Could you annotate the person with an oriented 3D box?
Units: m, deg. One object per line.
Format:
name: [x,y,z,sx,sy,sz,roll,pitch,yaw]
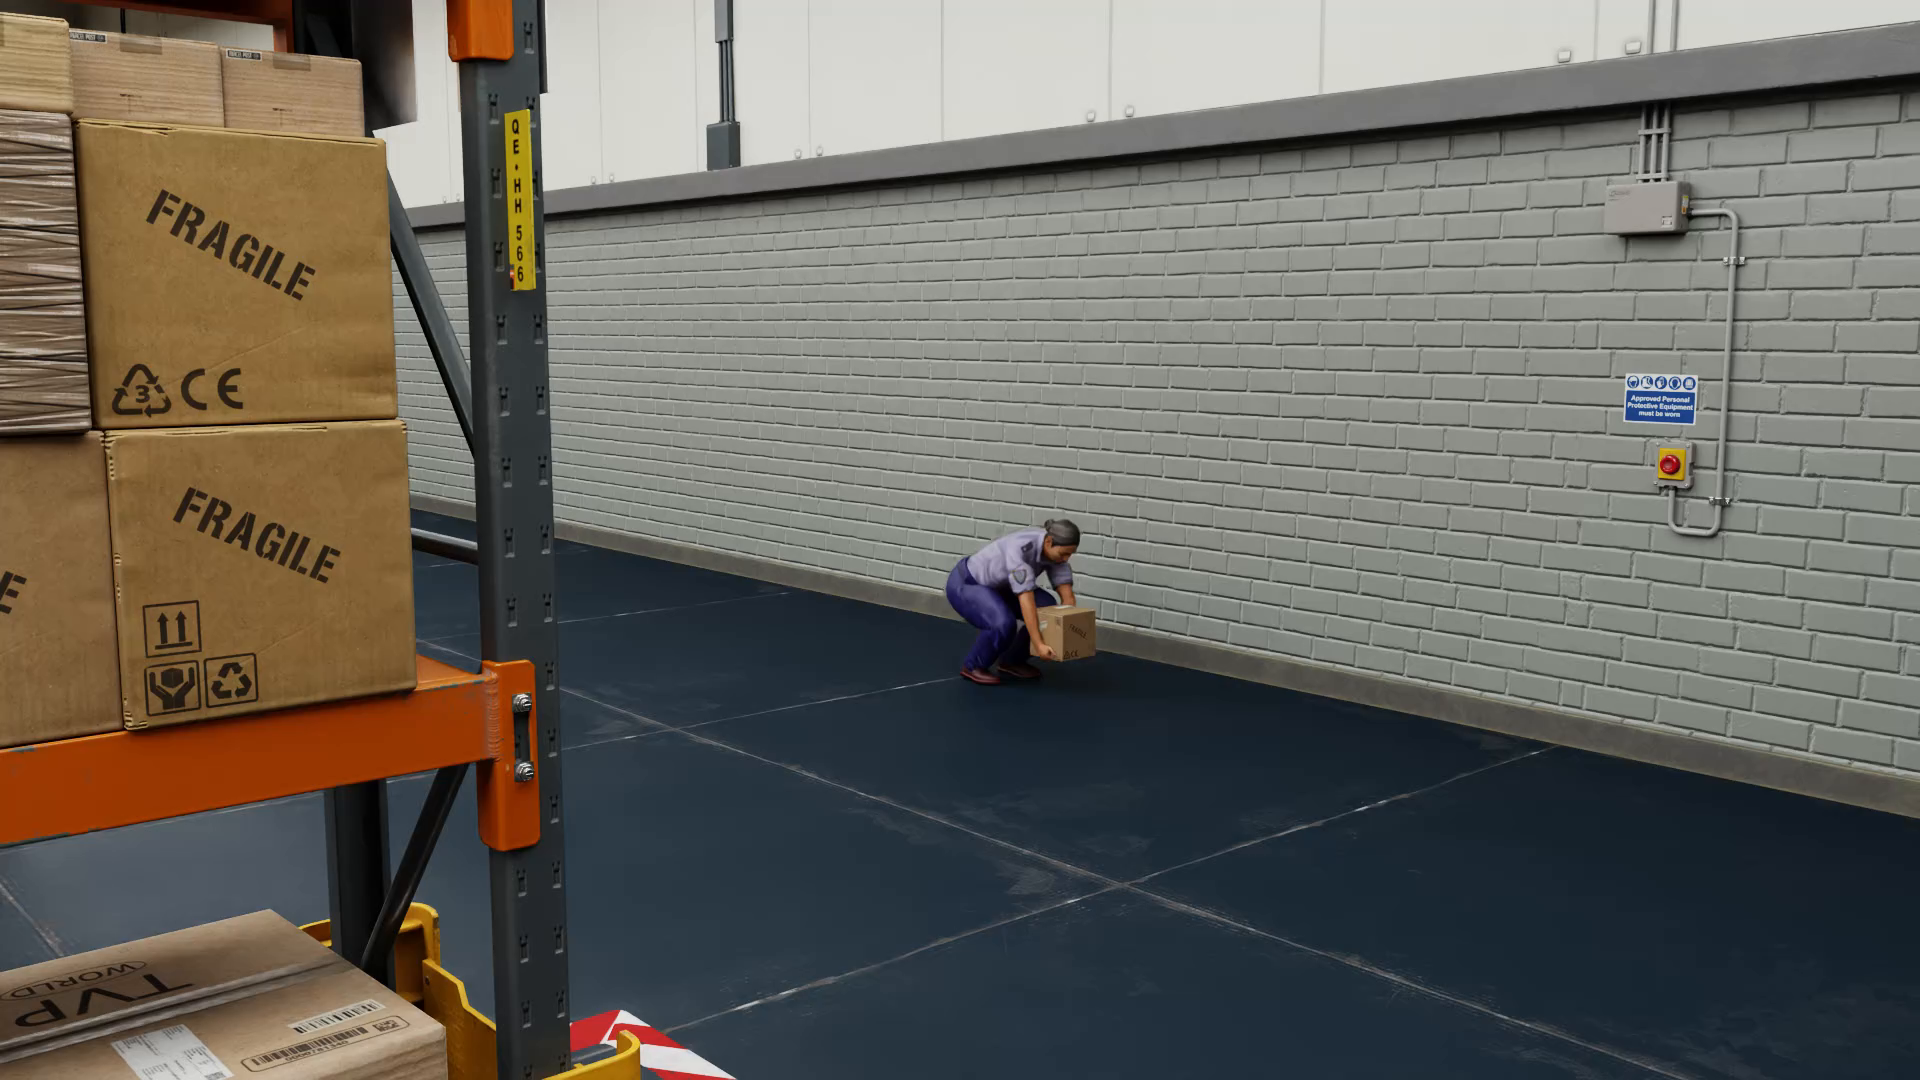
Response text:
person: [0.323,0.328,9.129,0.509,0.936,0.866,-7,10,-42]
